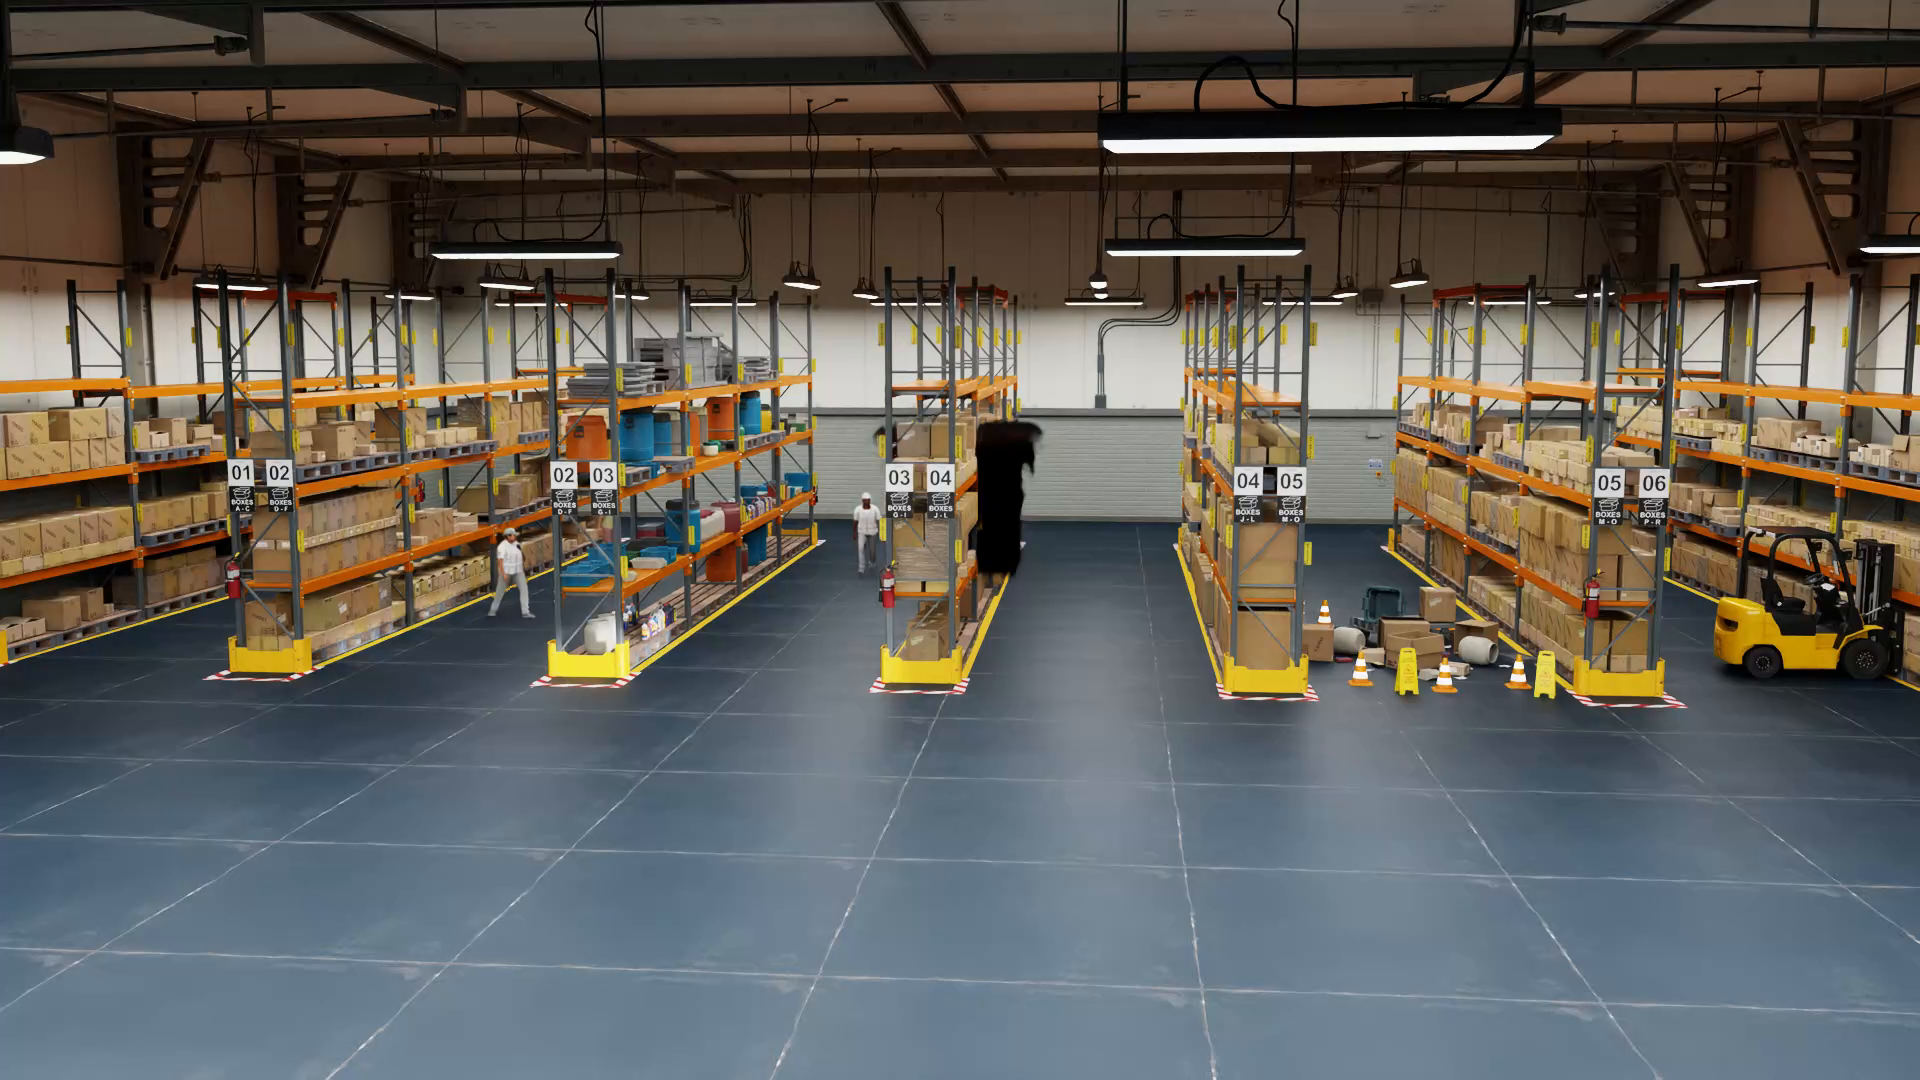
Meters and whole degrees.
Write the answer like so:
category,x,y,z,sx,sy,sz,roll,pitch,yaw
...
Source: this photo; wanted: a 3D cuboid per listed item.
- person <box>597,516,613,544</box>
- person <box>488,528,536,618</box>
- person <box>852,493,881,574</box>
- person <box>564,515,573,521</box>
category,x,y,z,sx,sy,sz,roll,pitch,yaw
person,-7.674,-0.251,36.416,0.400,1.676,0.446,2,7,15
person,-8.075,0.579,29.829,0.631,1.625,0.870,-7,10,-43
person,-1.973,-0.153,35.385,0.674,1.717,1.058,0,7,3
person,-9.801,-0.911,41.920,0.508,1.707,0.535,1,7,10
